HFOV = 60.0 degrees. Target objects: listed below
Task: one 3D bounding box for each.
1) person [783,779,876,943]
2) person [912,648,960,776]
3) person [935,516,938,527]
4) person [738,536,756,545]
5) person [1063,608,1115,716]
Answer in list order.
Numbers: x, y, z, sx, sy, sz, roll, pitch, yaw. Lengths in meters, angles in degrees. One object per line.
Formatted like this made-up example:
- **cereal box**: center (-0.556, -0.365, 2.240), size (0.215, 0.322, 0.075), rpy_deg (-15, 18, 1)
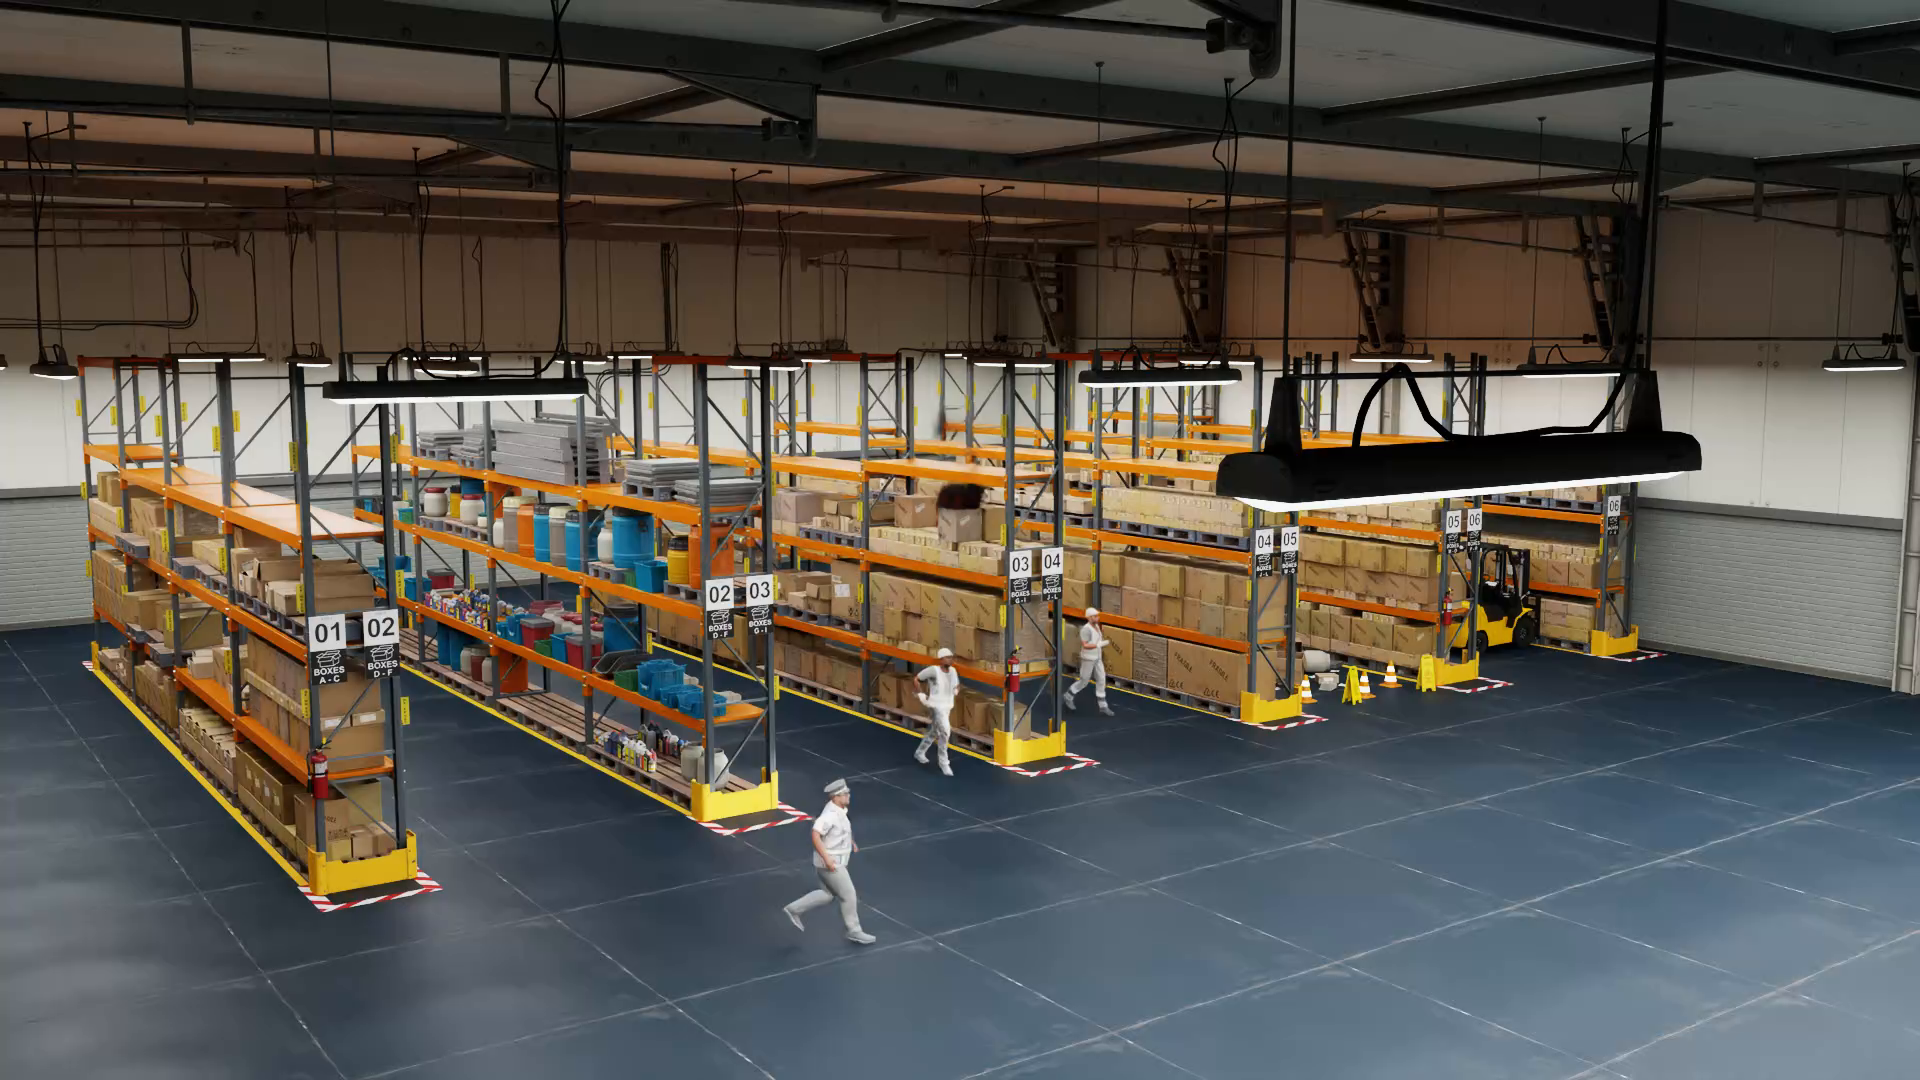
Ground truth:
- **person**: center (-1.374, 3.365, 17.392), size (0.978, 1.778, 0.686), rpy_deg (0, 7, -2)
- **person**: center (-0.290, 2.491, 24.517), size (0.839, 1.810, 0.706), rpy_deg (5, 9, 37)
- **person**: center (-0.684, 0.103, 44.546), size (0.595, 1.676, 0.722), rpy_deg (-2, 7, -19)
- **person**: center (-5.318, 0.538, 40.798), size (0.732, 1.707, 0.527), rpy_deg (3, 8, 26)
- **person**: center (2.176, 2.025, 27.989), size (0.944, 1.798, 0.663), rpy_deg (5, 8, 33)
